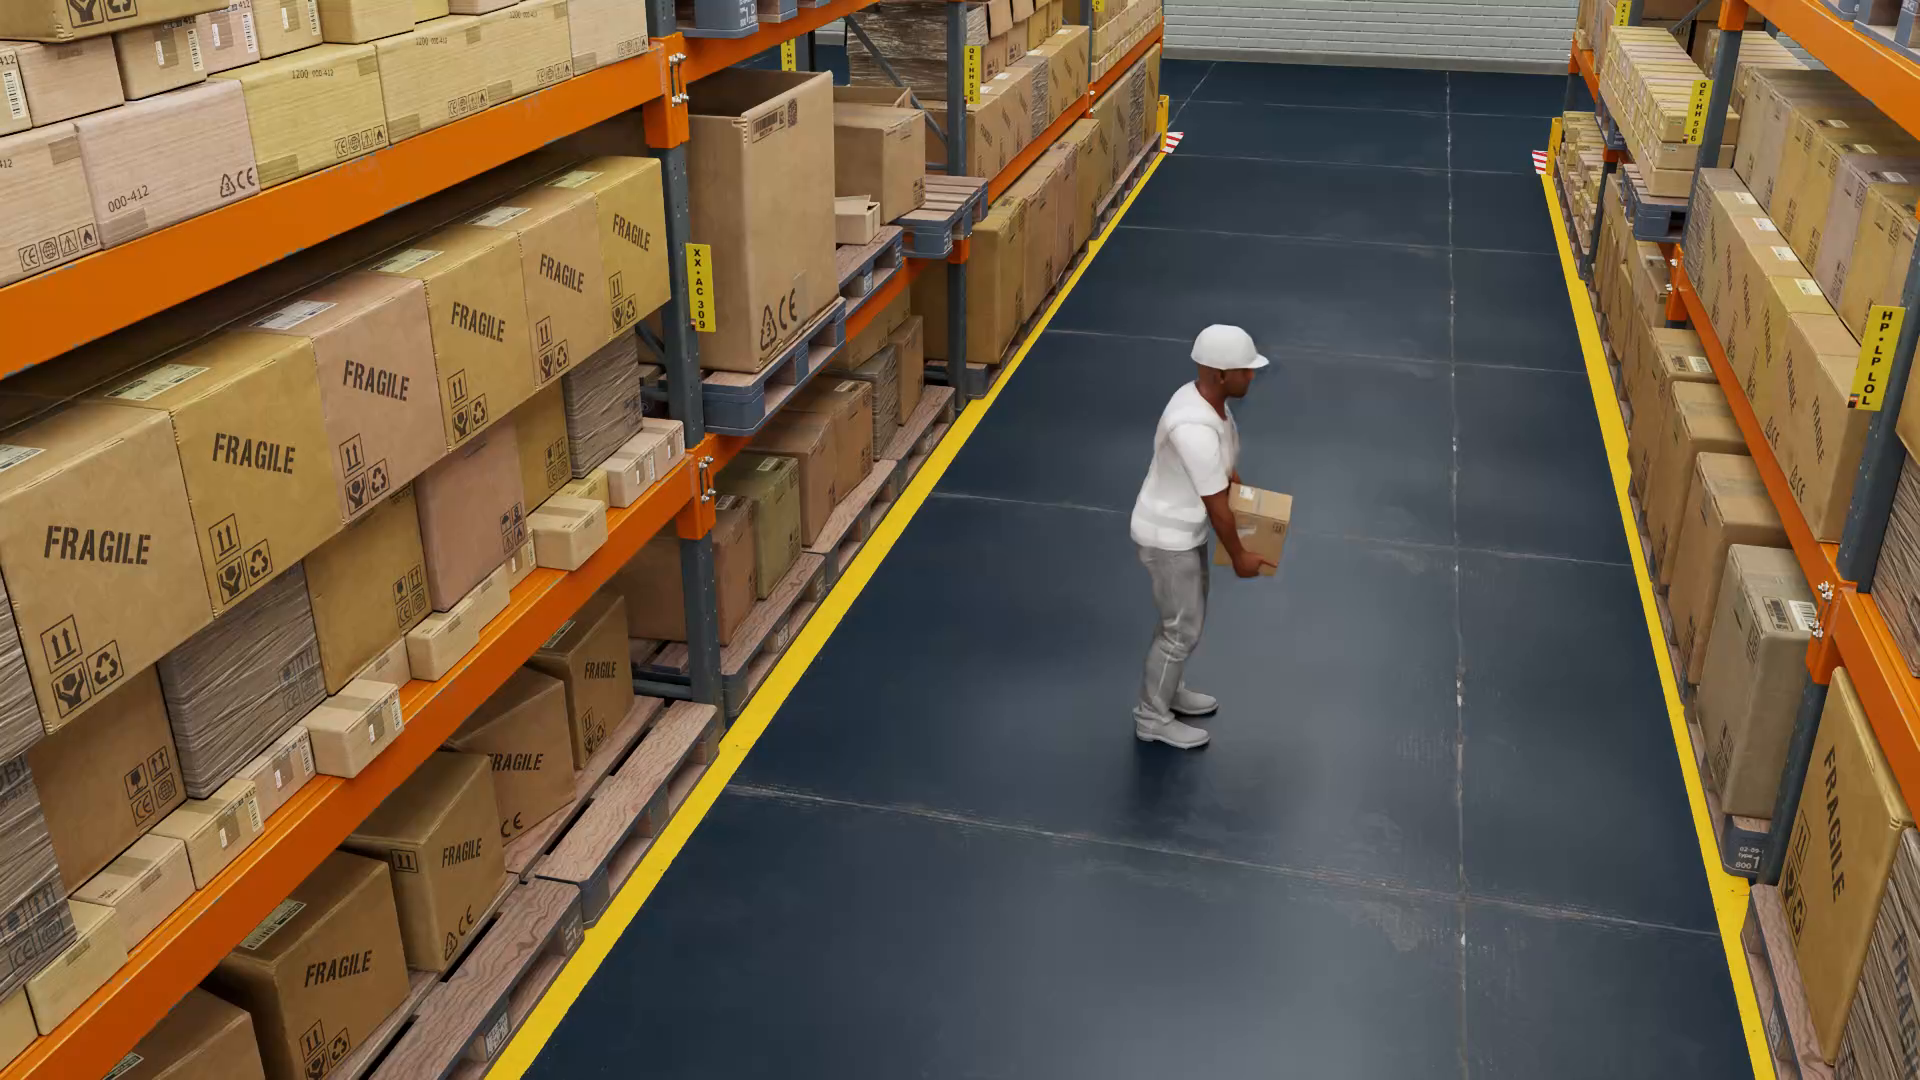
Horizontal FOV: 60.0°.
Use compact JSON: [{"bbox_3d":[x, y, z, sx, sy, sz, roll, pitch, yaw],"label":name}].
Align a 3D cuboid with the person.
[{"bbox_3d":[0.980,-0.019,6.642,0.592,1.746,0.501,6,26,12],"label":"person"}]
